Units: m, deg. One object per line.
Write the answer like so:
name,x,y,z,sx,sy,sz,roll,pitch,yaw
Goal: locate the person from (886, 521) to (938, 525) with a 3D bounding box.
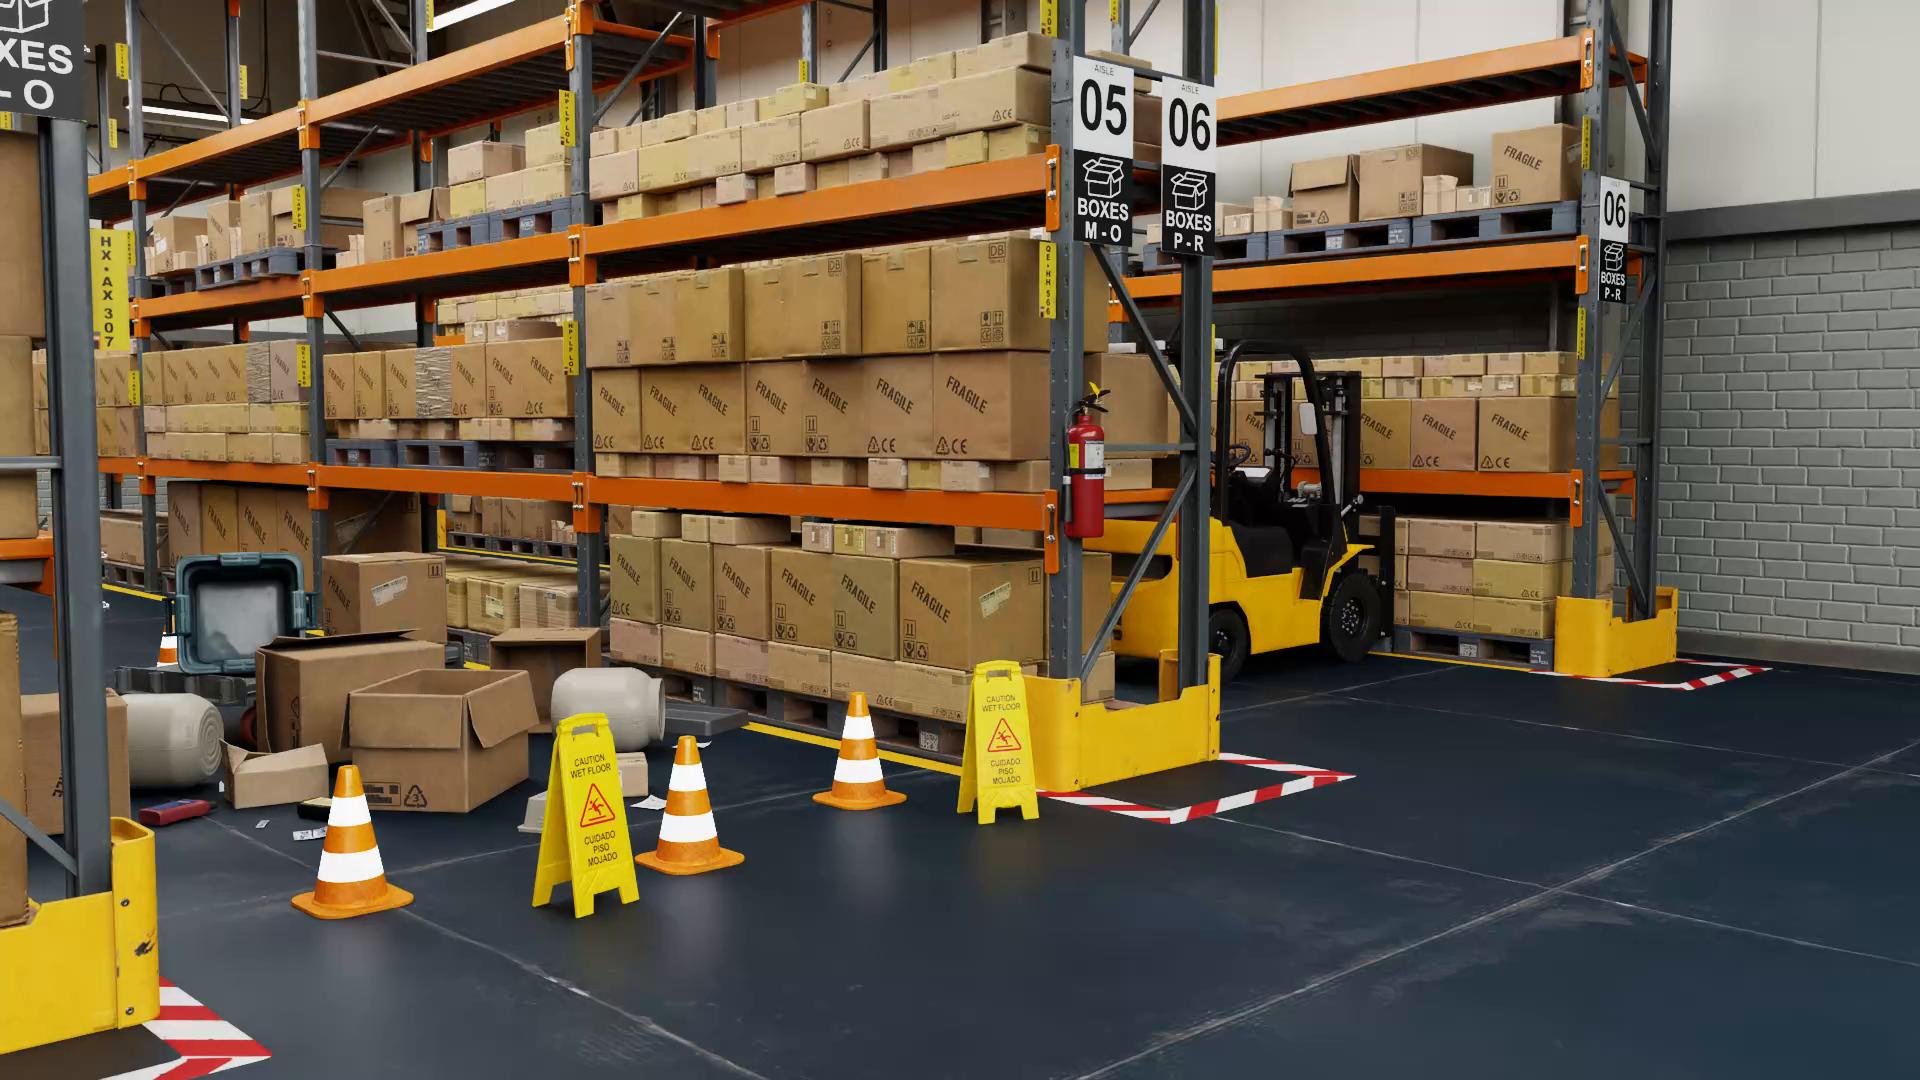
person,-0.360,-0.123,12.702,0.503,1.725,0.525,-4,5,-44
